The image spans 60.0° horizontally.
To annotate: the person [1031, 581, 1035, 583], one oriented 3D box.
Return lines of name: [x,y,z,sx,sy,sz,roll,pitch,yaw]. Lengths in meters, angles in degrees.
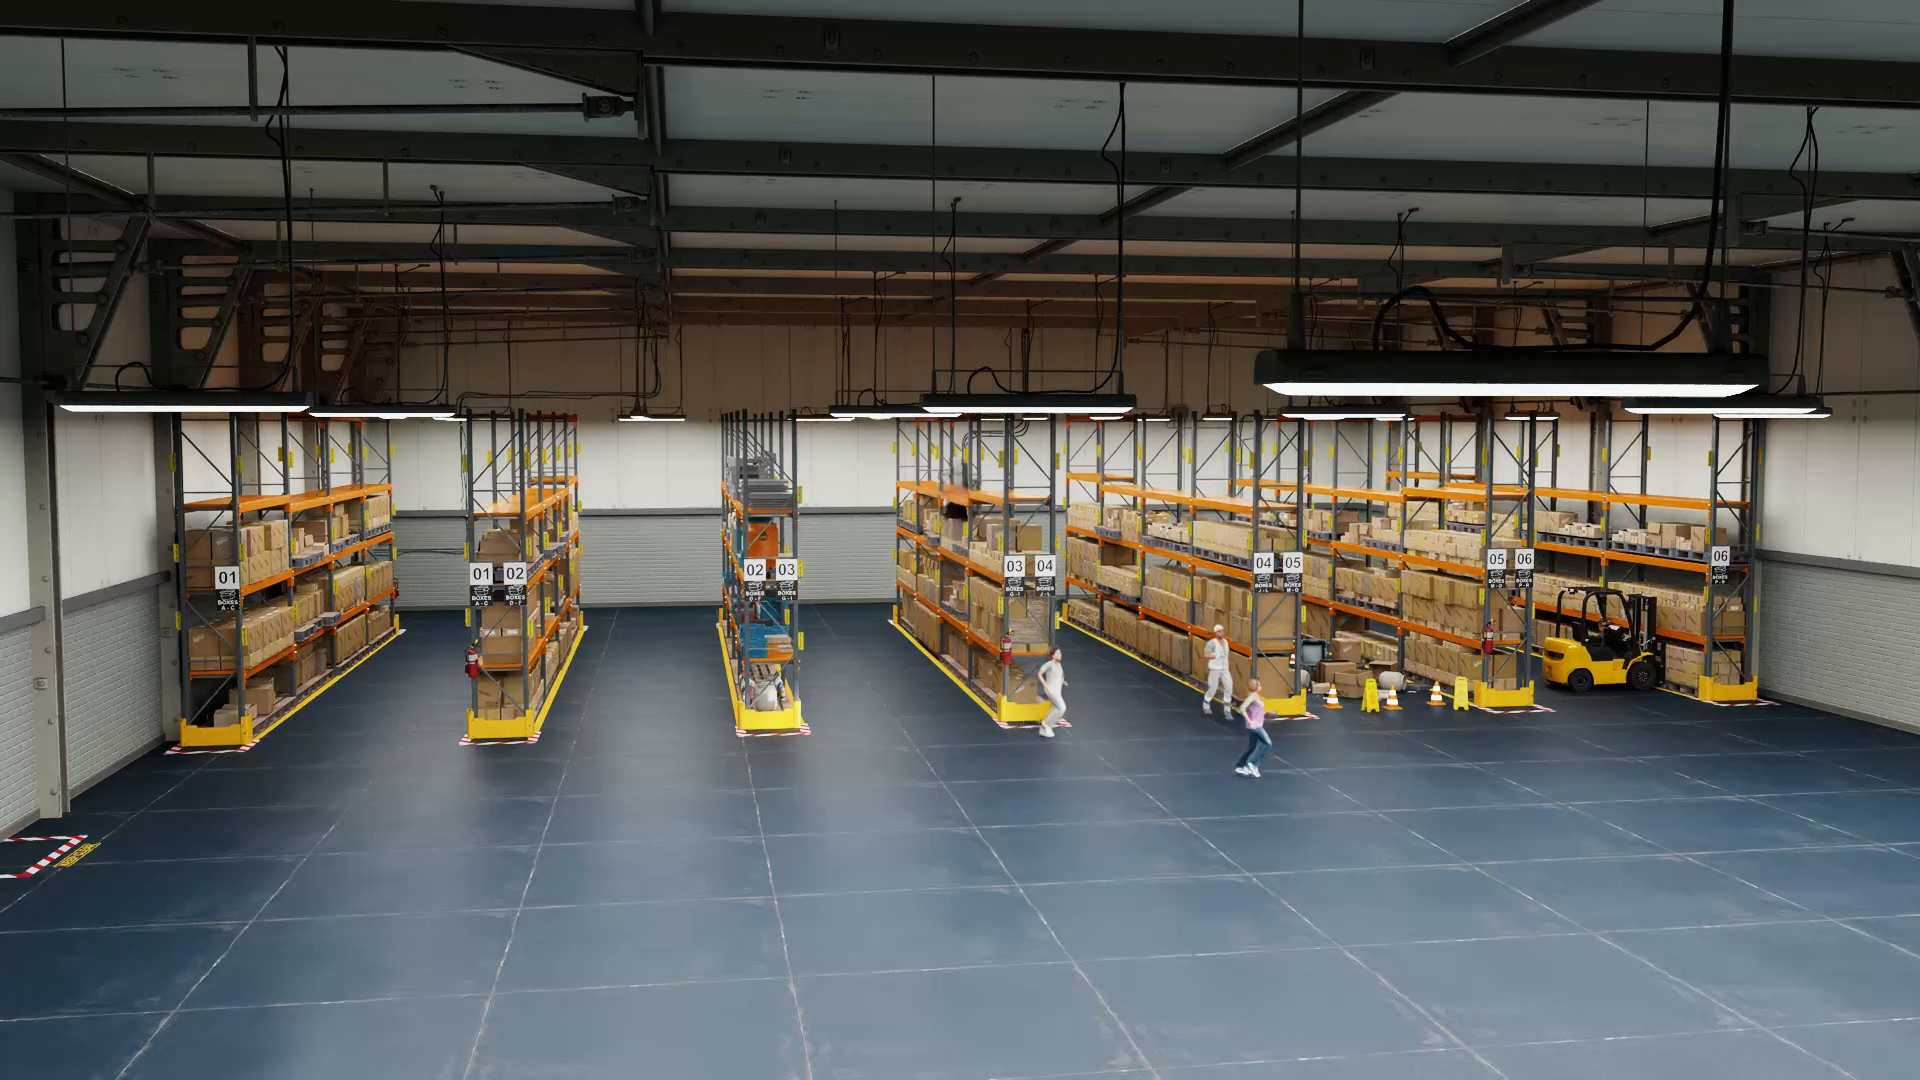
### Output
person: [1.913,1.539,47.745,0.753,1.742,0.889,1,4,13]

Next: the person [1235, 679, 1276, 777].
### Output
person: [4.791,3.088,26.939,0.656,1.491,0.506,1,4,9]

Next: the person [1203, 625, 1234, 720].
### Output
person: [5.017,2.571,32.395,0.647,1.859,0.714,-2,4,-26]

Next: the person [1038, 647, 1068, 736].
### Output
person: [1.710,2.777,30.391,0.571,1.636,0.558,2,5,32]

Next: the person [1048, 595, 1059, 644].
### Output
person: [2.270,1.949,42.772,0.592,1.585,0.588,-1,4,-16]
